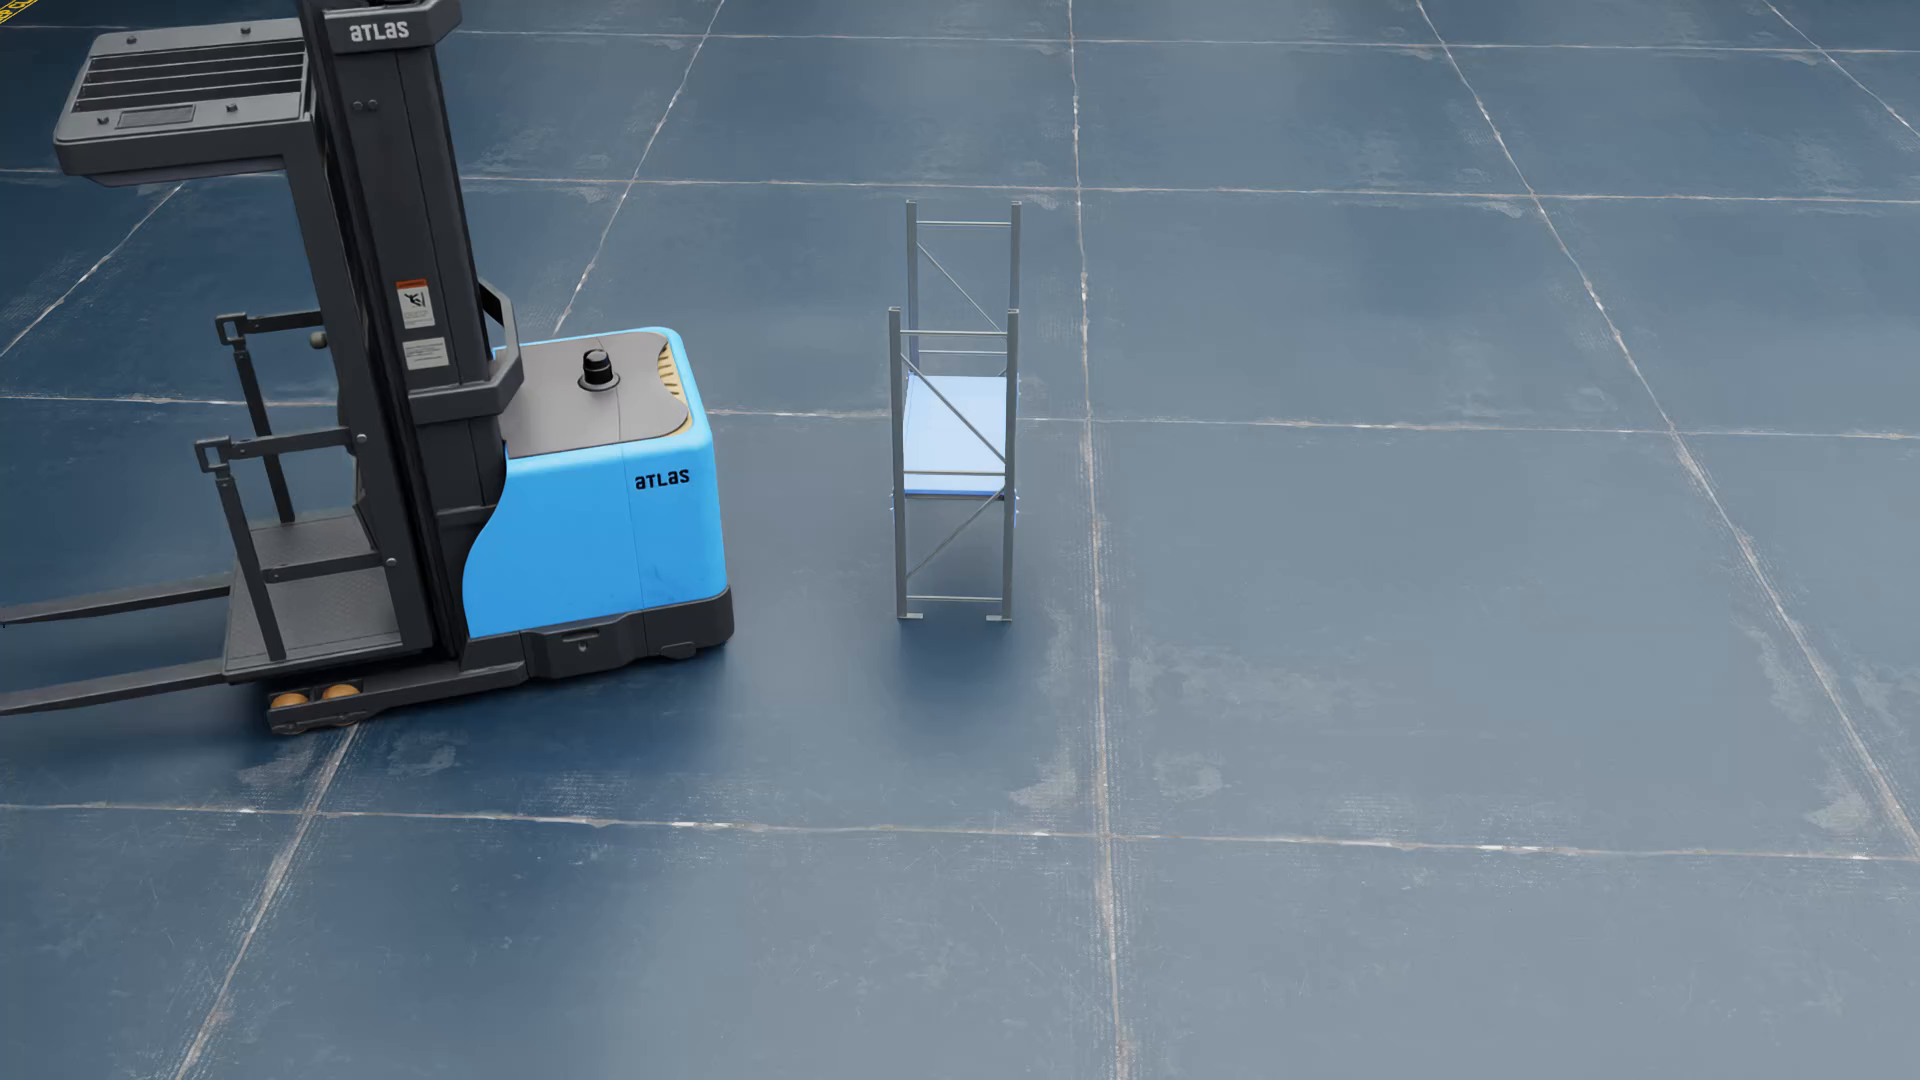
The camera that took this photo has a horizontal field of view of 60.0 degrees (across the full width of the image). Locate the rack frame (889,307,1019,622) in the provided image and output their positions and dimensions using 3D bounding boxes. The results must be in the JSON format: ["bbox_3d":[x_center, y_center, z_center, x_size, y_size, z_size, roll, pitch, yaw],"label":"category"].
[{"bbox_3d":[-0.024,-0.273,6.833,0.500,1.500,0.032,1,35,2],"label":"rack frame"}]

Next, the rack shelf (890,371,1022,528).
[{"bbox_3d":[-0.003,-0.417,7.352,0.538,0.185,1.000,1,35,2],"label":"rack shelf"}]

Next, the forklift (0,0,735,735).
[{"bbox_3d":[-2.535,-0.761,6.283,3.031,2.935,1.130,-9,36,-13],"label":"forklift"}]

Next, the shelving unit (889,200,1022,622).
[{"bbox_3d":[-0.003,-0.565,7.249,0.538,1.500,1.048,1,35,2],"label":"shelving unit"}]

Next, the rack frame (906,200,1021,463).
[{"bbox_3d":[0.017,-0.857,7.665,0.500,1.500,0.032,1,35,2],"label":"rack frame"}]
